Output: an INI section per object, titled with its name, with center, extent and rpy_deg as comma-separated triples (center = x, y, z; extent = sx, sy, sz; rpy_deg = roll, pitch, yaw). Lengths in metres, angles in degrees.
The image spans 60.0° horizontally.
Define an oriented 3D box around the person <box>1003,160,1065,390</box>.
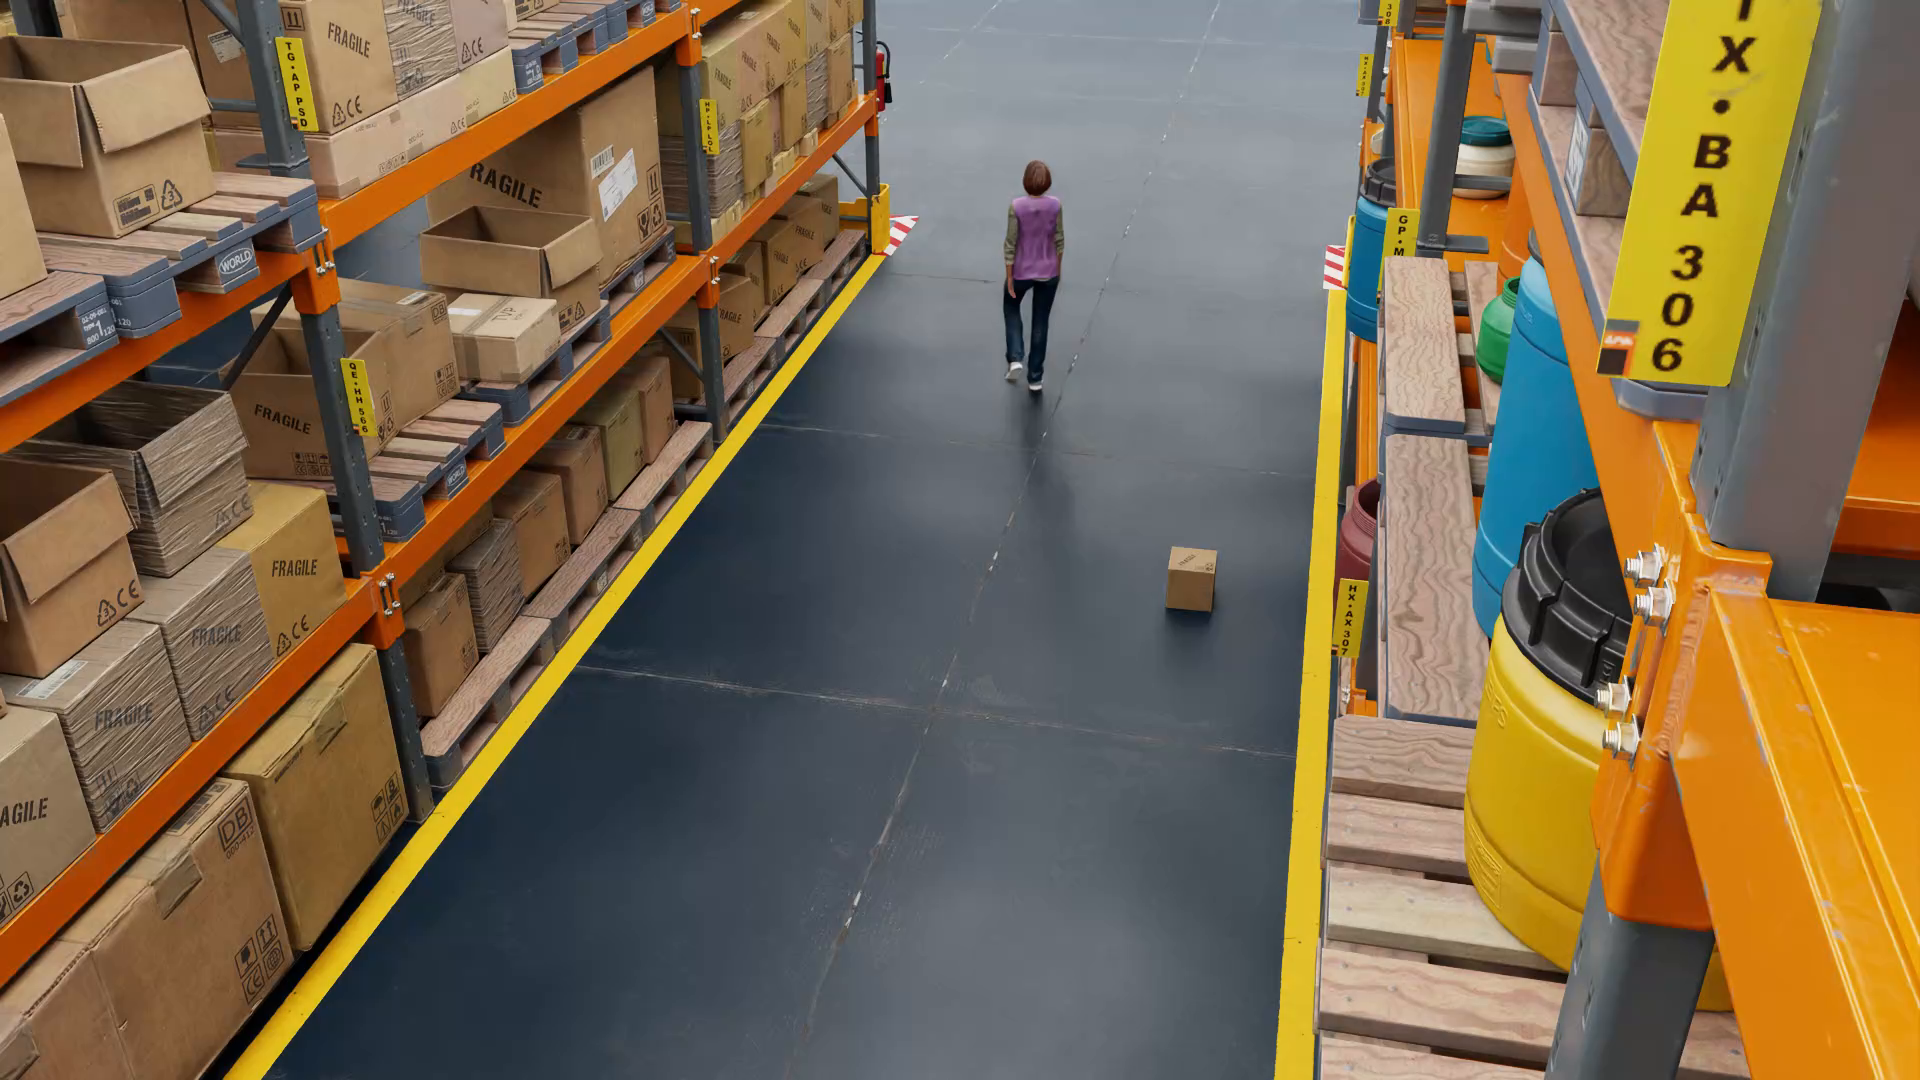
[person]
center = 0.495, -1.796, 11.336
extent = 0.426, 1.629, 0.468
rpy_deg = -2, 29, -4
